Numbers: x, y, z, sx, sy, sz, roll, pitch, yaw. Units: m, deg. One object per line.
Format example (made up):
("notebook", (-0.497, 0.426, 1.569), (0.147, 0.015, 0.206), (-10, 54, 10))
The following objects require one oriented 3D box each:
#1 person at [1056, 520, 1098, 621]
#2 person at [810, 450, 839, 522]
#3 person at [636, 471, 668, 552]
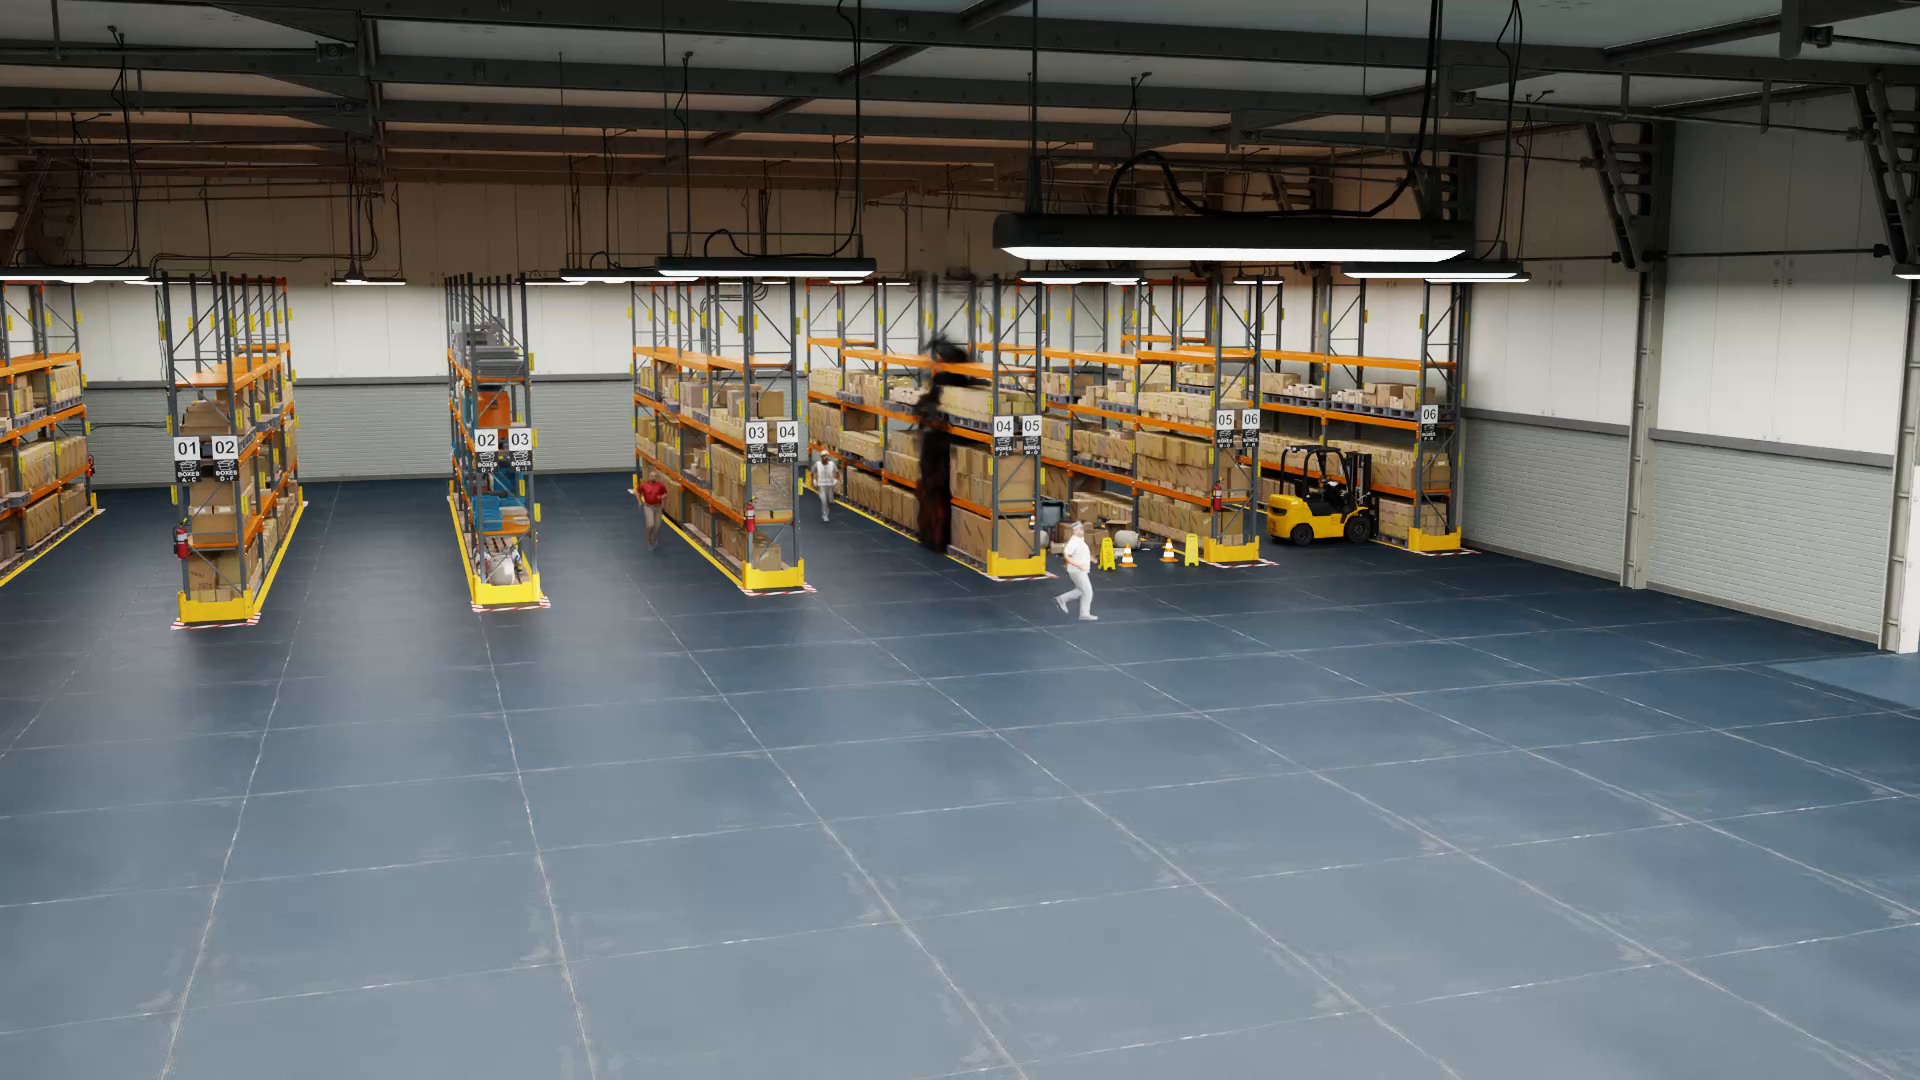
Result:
("person", (2.026, 0.517, 28.882), (0.780, 1.740, 0.671), (3, 9, 18))
("person", (-3.350, -1.352, 41.206), (0.720, 1.750, 0.801), (-2, 9, -14))
("person", (-6.745, -0.624, 36.585), (0.631, 1.798, 0.745), (-4, 9, -25))
